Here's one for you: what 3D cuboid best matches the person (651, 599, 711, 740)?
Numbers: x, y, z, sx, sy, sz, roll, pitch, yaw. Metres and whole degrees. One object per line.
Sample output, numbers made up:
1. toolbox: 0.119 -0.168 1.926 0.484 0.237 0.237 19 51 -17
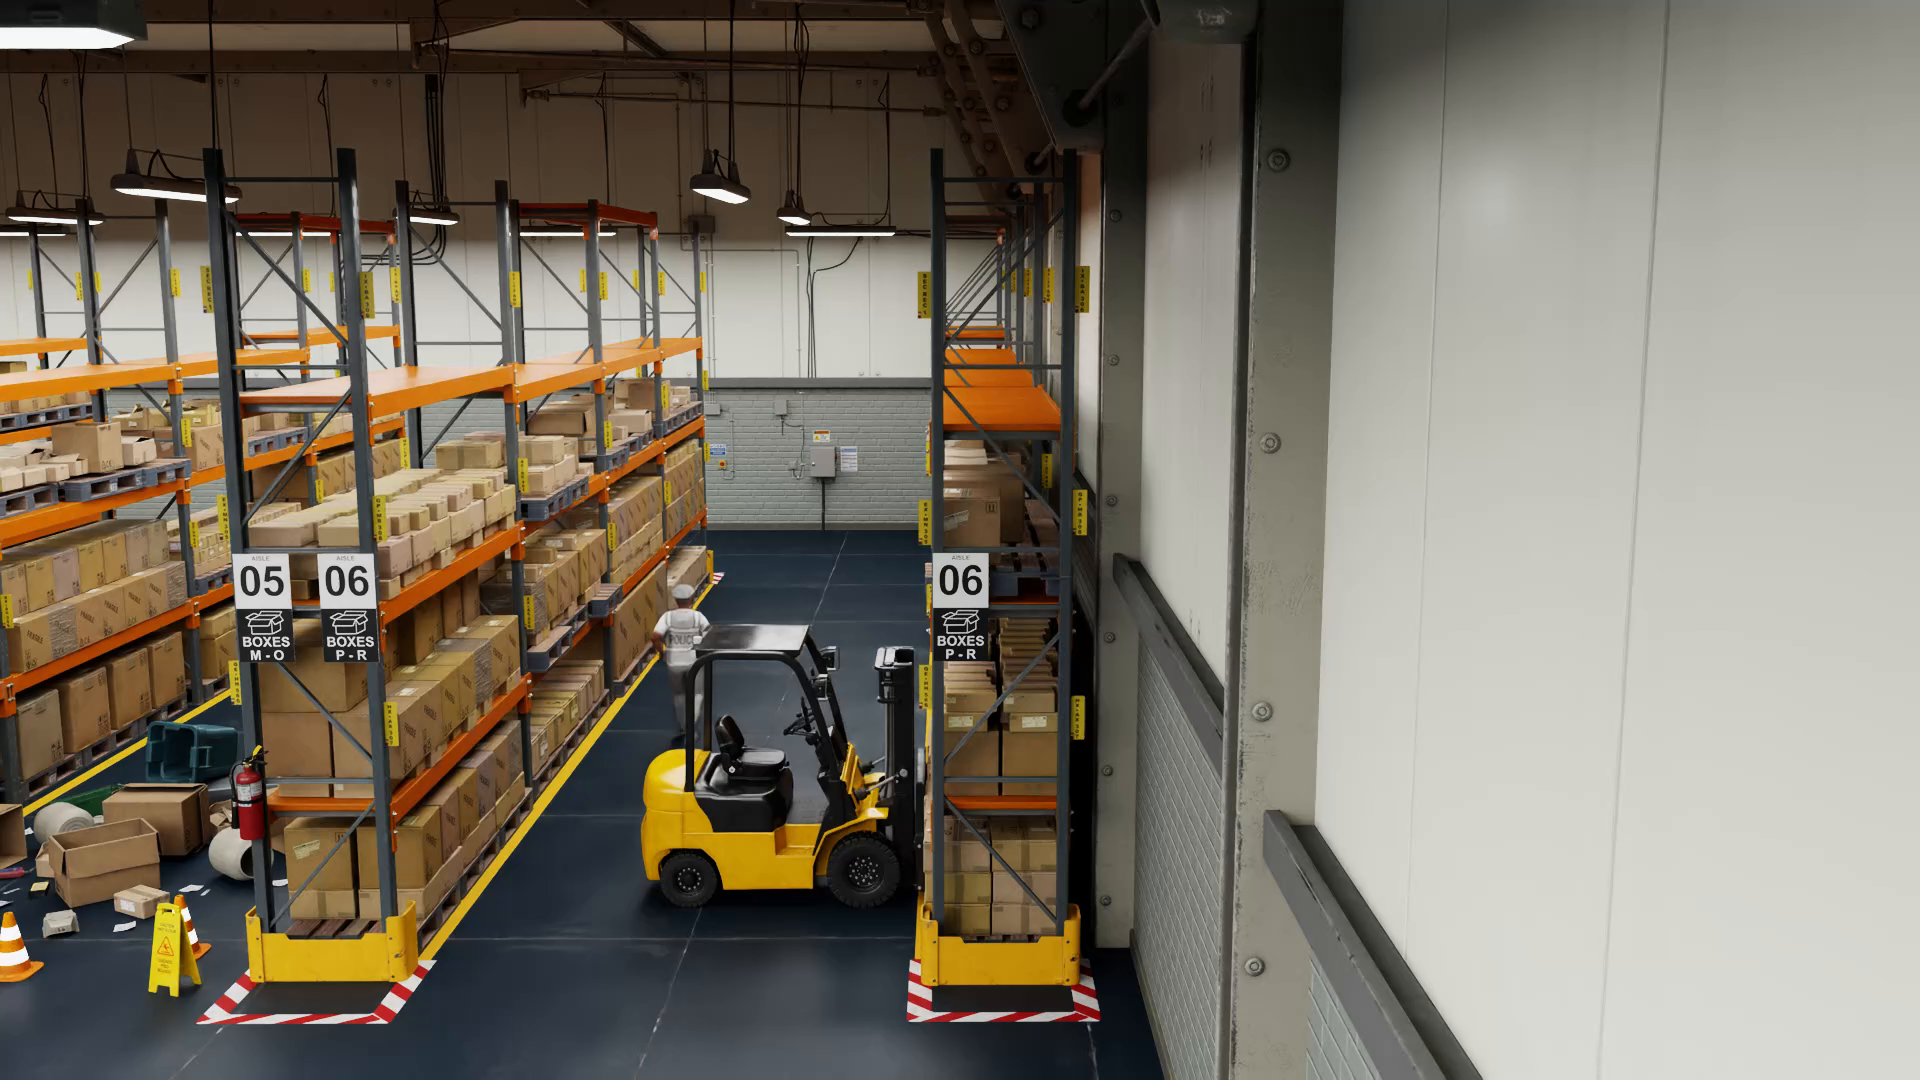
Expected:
1. person: -3.040 1.383 18.432 0.655 1.696 0.926 0 9 -2
